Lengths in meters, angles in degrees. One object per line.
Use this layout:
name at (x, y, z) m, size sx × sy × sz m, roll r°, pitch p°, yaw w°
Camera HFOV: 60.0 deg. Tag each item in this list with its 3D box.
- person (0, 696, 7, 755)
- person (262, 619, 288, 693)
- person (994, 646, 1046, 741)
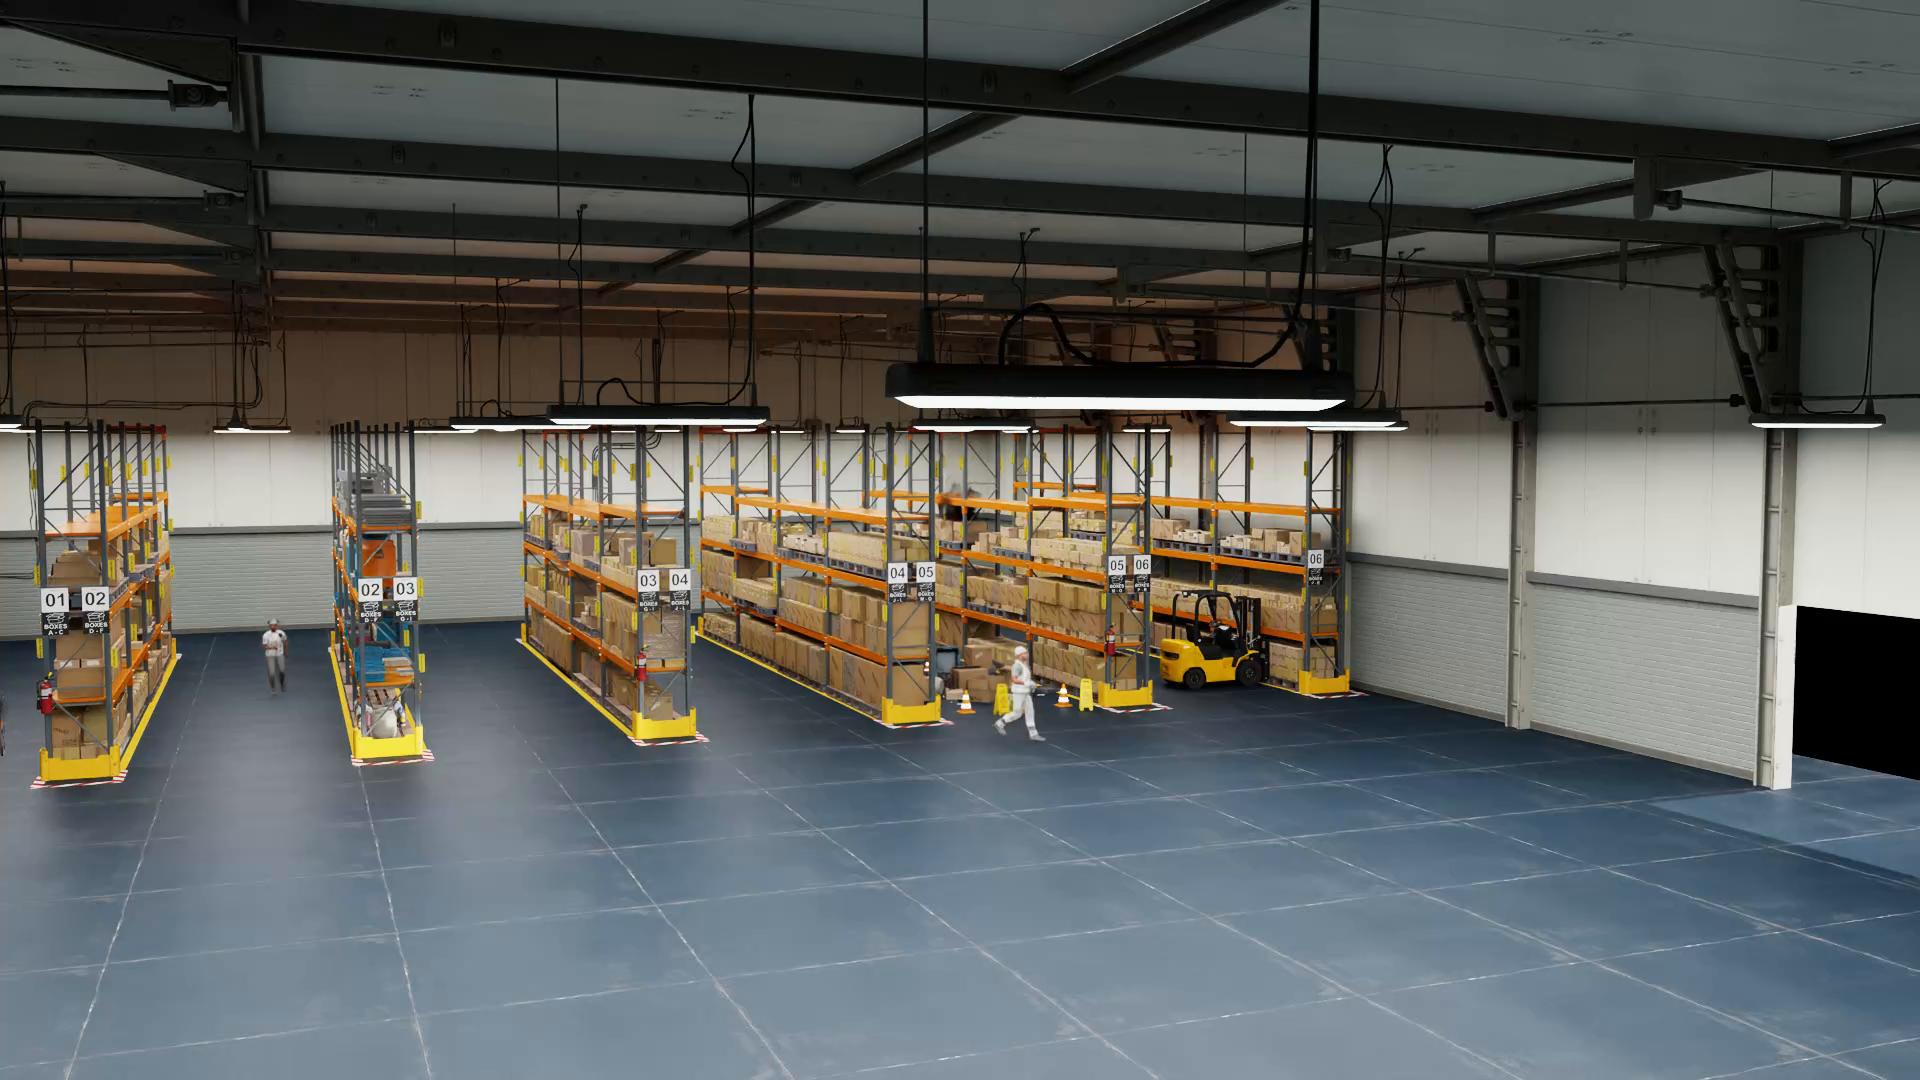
person at (-16.227, 3.158, 27.729) m, size 0.665 × 1.667 × 0.642 m, roll -3°, pitch 5°, yaw -38°
person at (-15.156, 2.571, 36.869) m, size 0.569 × 1.673 × 0.655 m, roll -2°, pitch 4°, yaw -29°
person at (1.123, 2.873, 31.125) m, size 0.996 × 1.779 × 0.655 m, roll 1°, pitch 4°, yaw 21°
